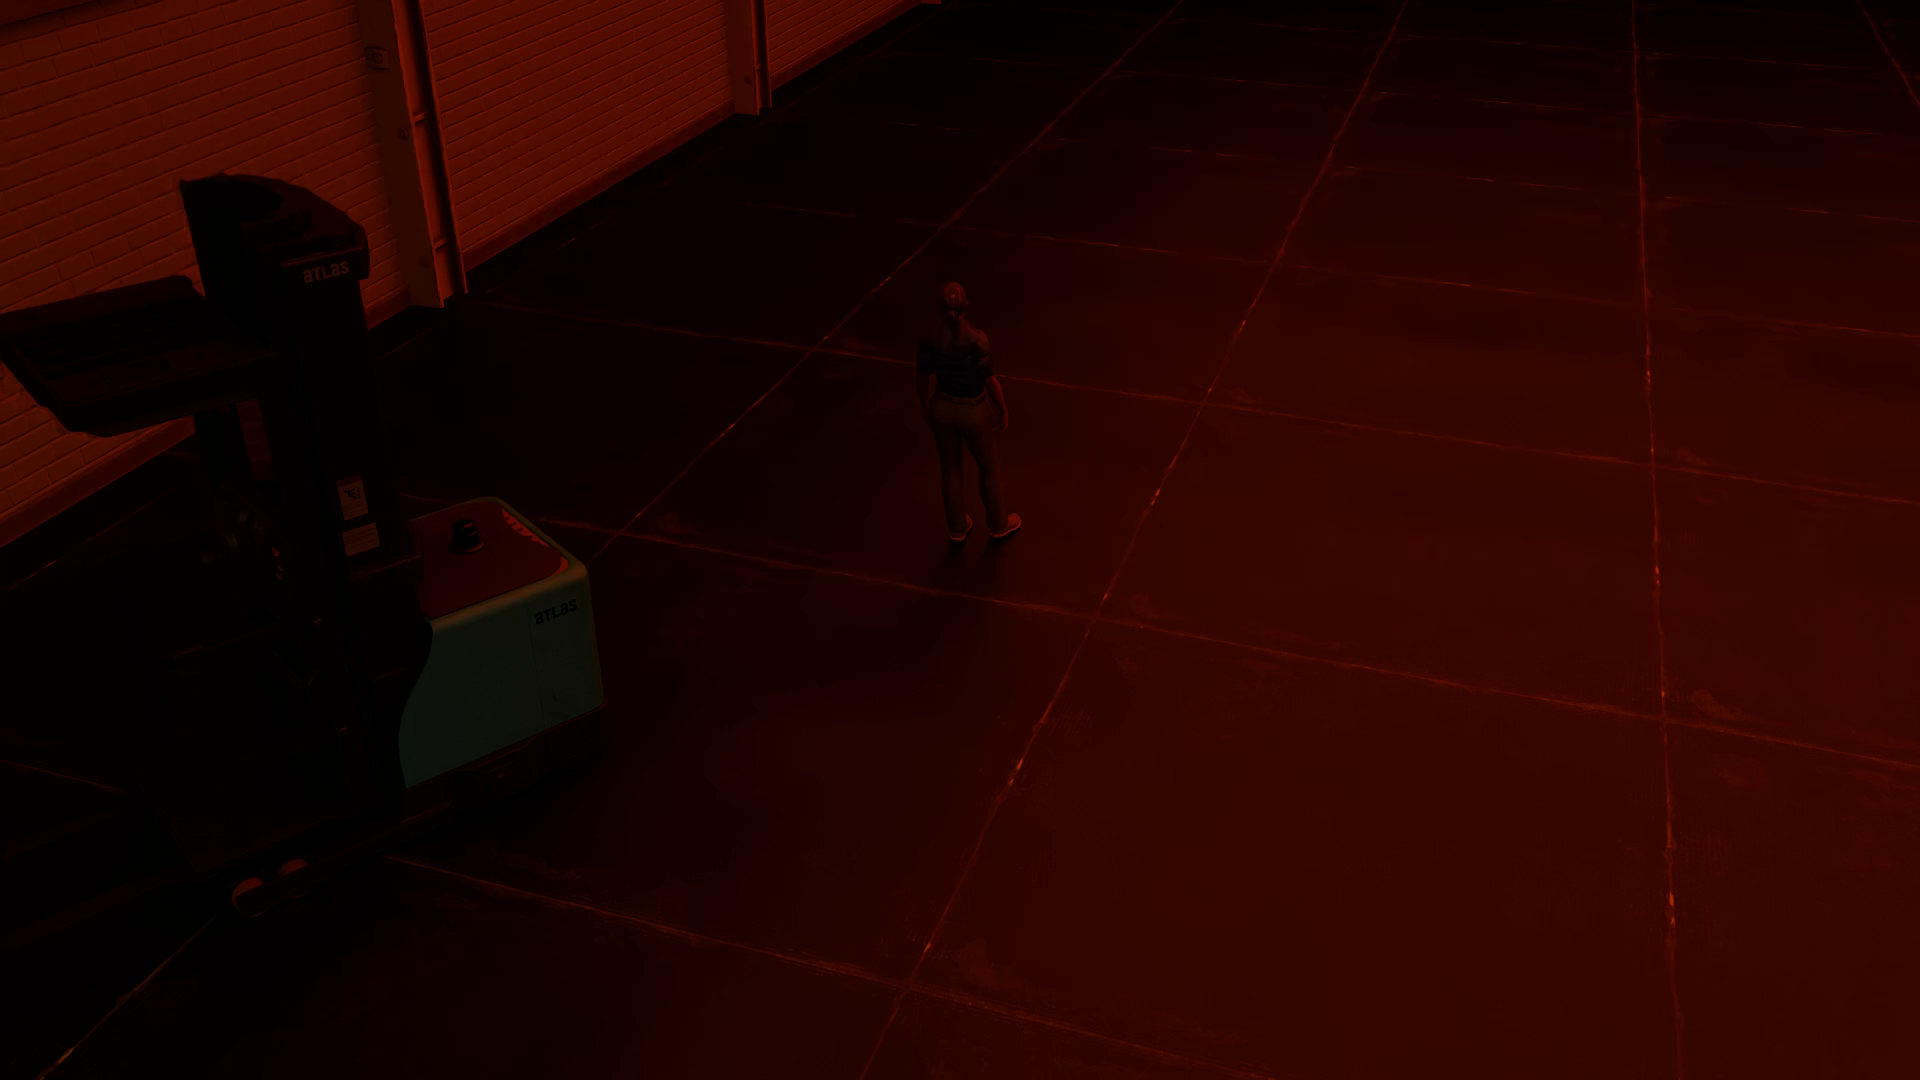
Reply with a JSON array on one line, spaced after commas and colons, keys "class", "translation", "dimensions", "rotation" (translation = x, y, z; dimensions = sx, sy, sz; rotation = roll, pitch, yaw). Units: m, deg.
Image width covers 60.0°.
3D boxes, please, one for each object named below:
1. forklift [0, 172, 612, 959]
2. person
[{"class": "forklift", "translation": [-3.173, 0.069, 7.015], "dimensions": [3.031, 2.935, 1.130], "rotation": [-23, 37, -34]}, {"class": "person", "translation": [0.047, -0.763, 9.749], "dimensions": [0.569, 1.654, 0.504], "rotation": [10, 31, 16]}]
